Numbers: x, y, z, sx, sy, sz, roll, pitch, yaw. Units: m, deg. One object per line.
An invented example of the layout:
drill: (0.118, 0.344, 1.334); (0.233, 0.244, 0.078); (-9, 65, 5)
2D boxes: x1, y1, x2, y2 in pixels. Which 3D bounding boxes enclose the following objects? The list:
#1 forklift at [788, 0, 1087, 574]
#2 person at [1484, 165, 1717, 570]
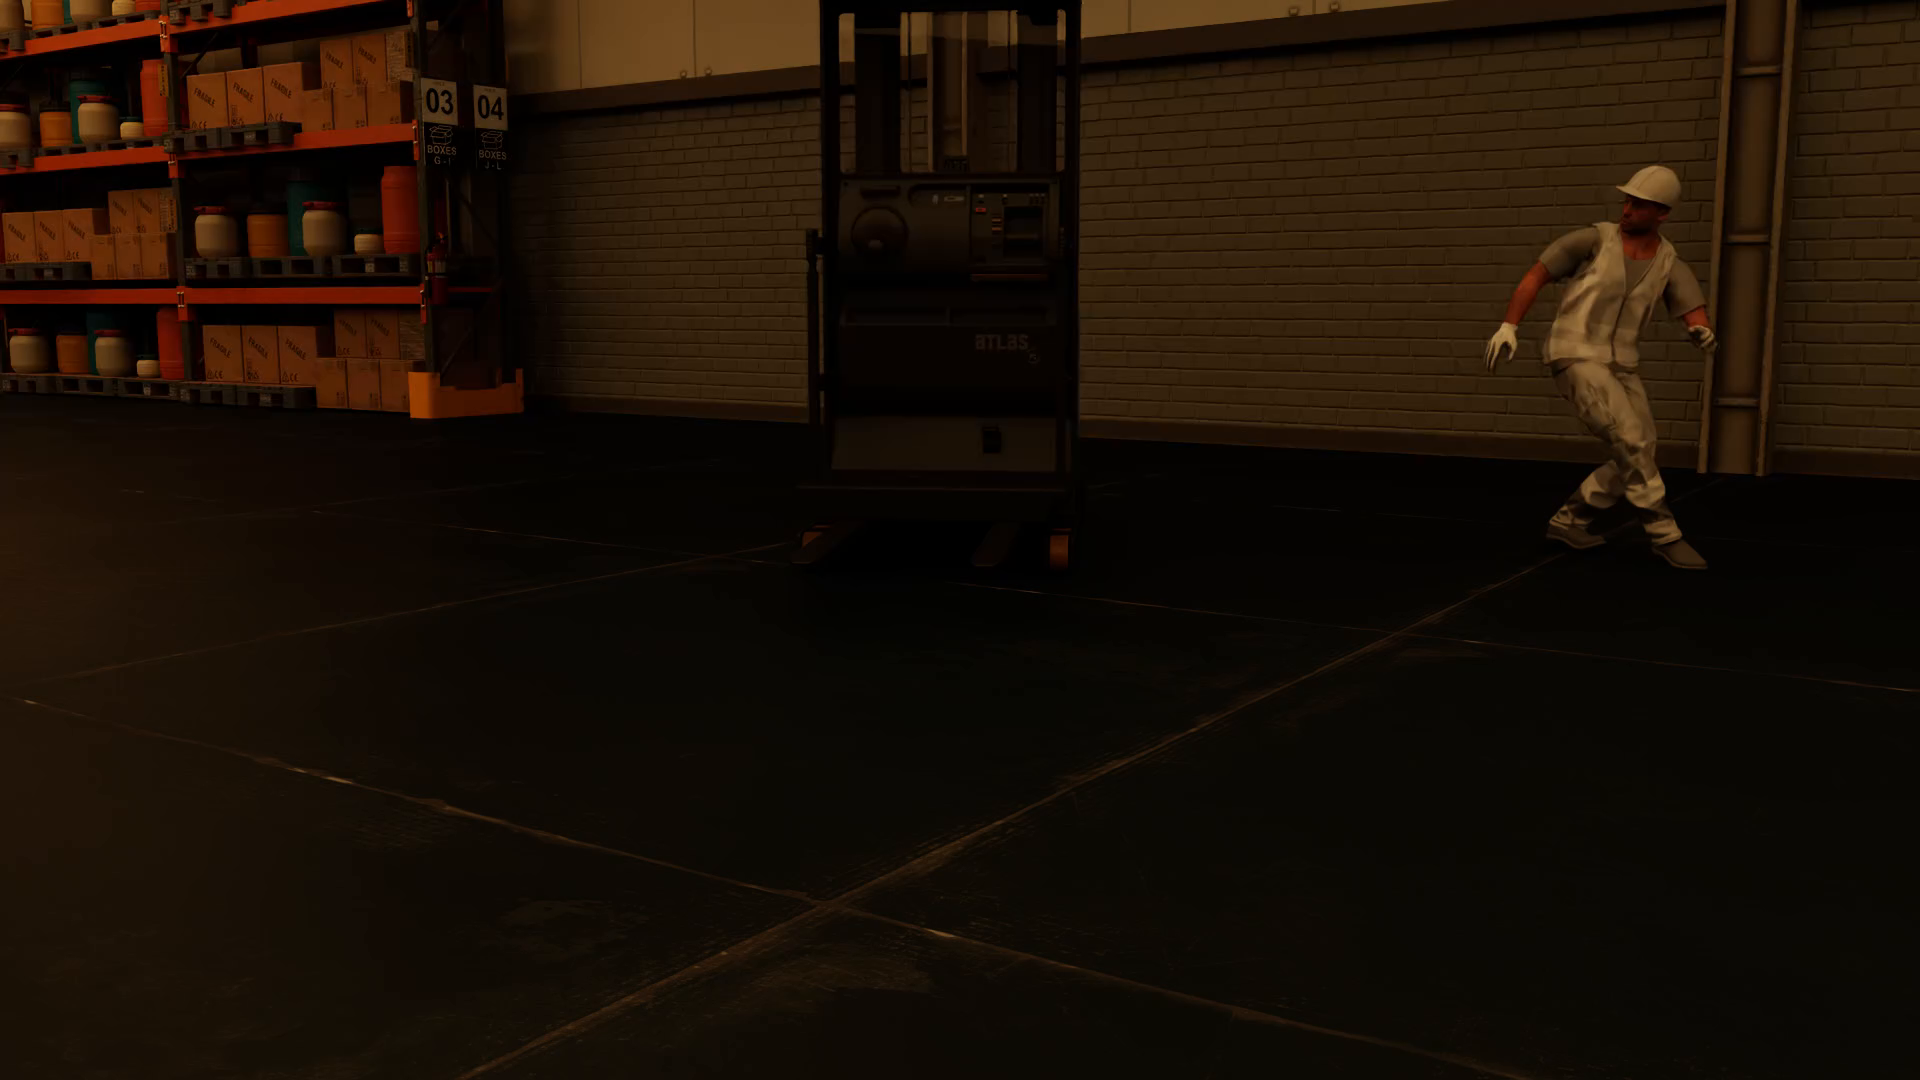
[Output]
forklift: (-0.067, -1.362, 6.772); (1.130, 2.935, 3.031); (1, 8, 6)
person: (2.711, -0.717, 6.894); (0.803, 1.636, 0.816); (-3, 9, -18)
